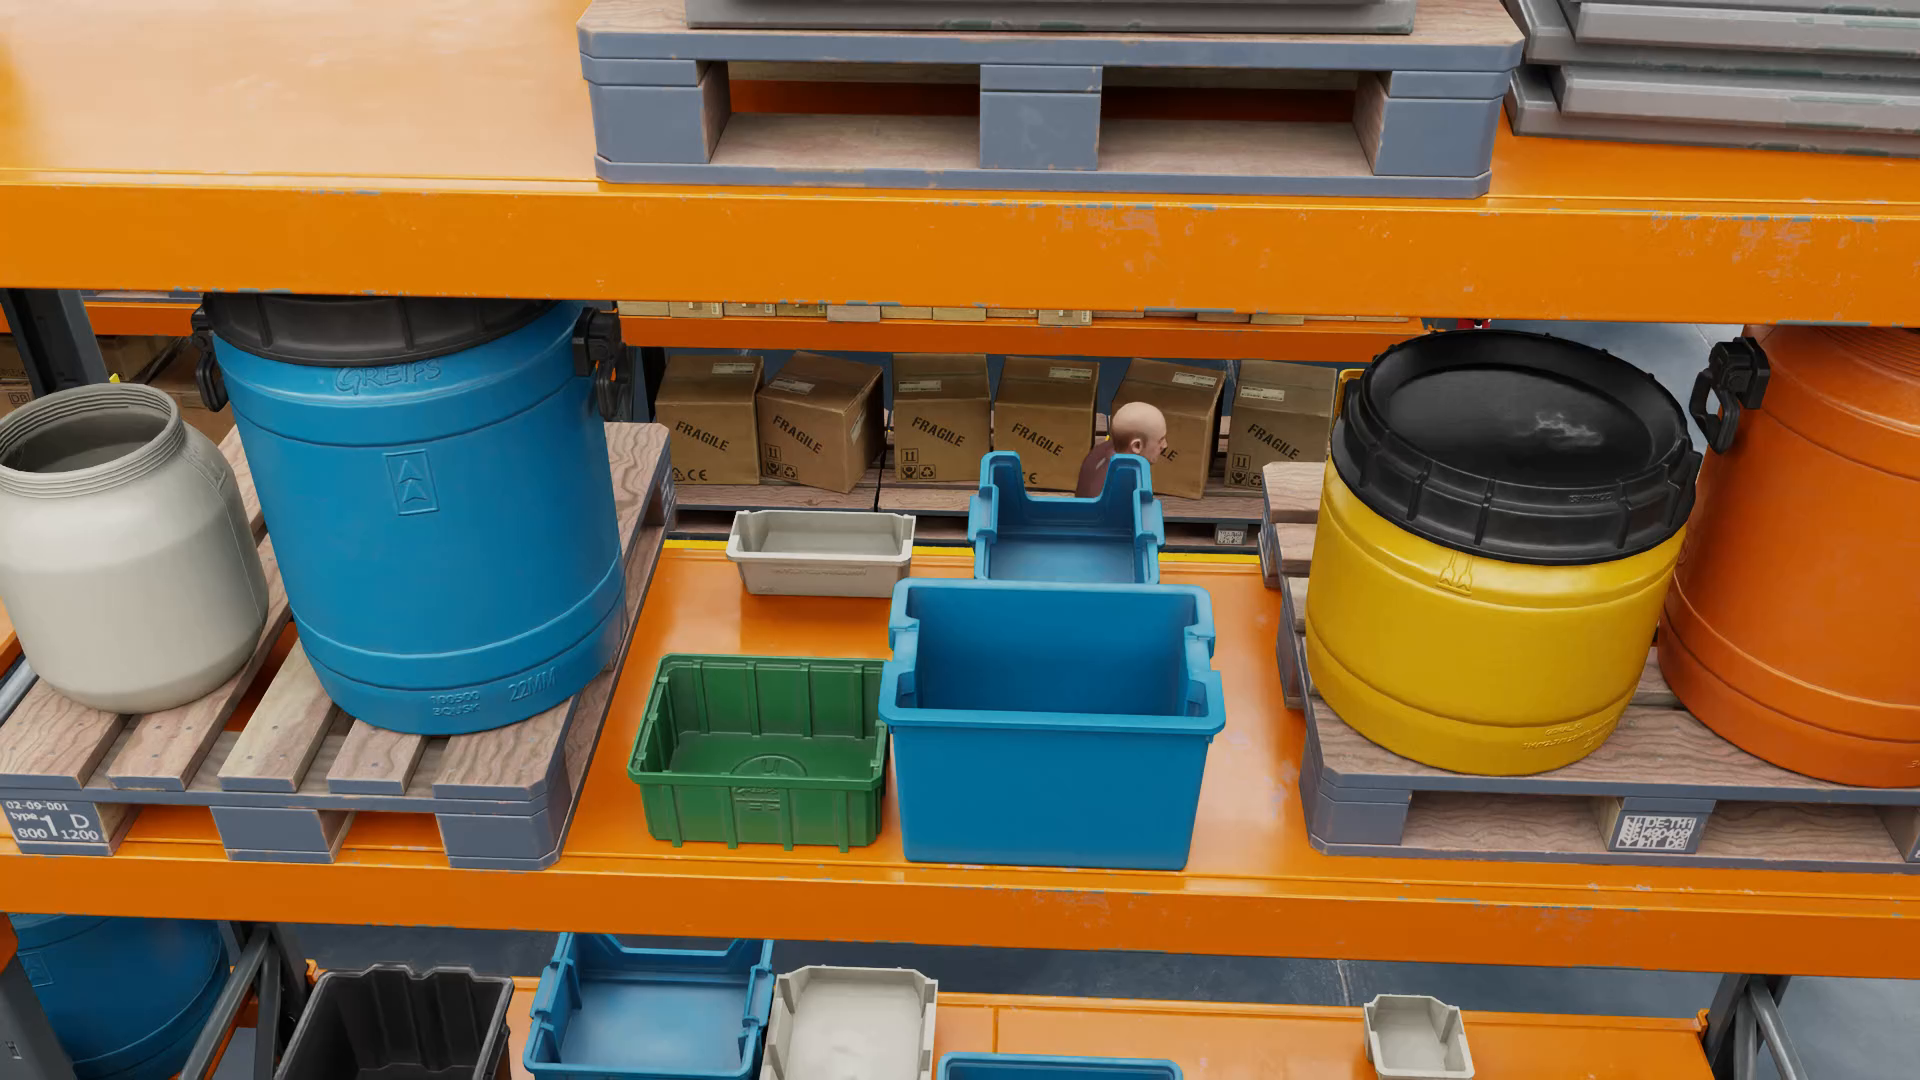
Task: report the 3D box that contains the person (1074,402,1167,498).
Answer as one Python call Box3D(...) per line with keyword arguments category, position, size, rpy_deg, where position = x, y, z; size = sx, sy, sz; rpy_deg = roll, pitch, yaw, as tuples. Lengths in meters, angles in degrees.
Box3D(category="person", position=(0.634, 0.223, 6.816), size=(0.427, 1.773, 0.640), rpy_deg=(1, 35, 2))
